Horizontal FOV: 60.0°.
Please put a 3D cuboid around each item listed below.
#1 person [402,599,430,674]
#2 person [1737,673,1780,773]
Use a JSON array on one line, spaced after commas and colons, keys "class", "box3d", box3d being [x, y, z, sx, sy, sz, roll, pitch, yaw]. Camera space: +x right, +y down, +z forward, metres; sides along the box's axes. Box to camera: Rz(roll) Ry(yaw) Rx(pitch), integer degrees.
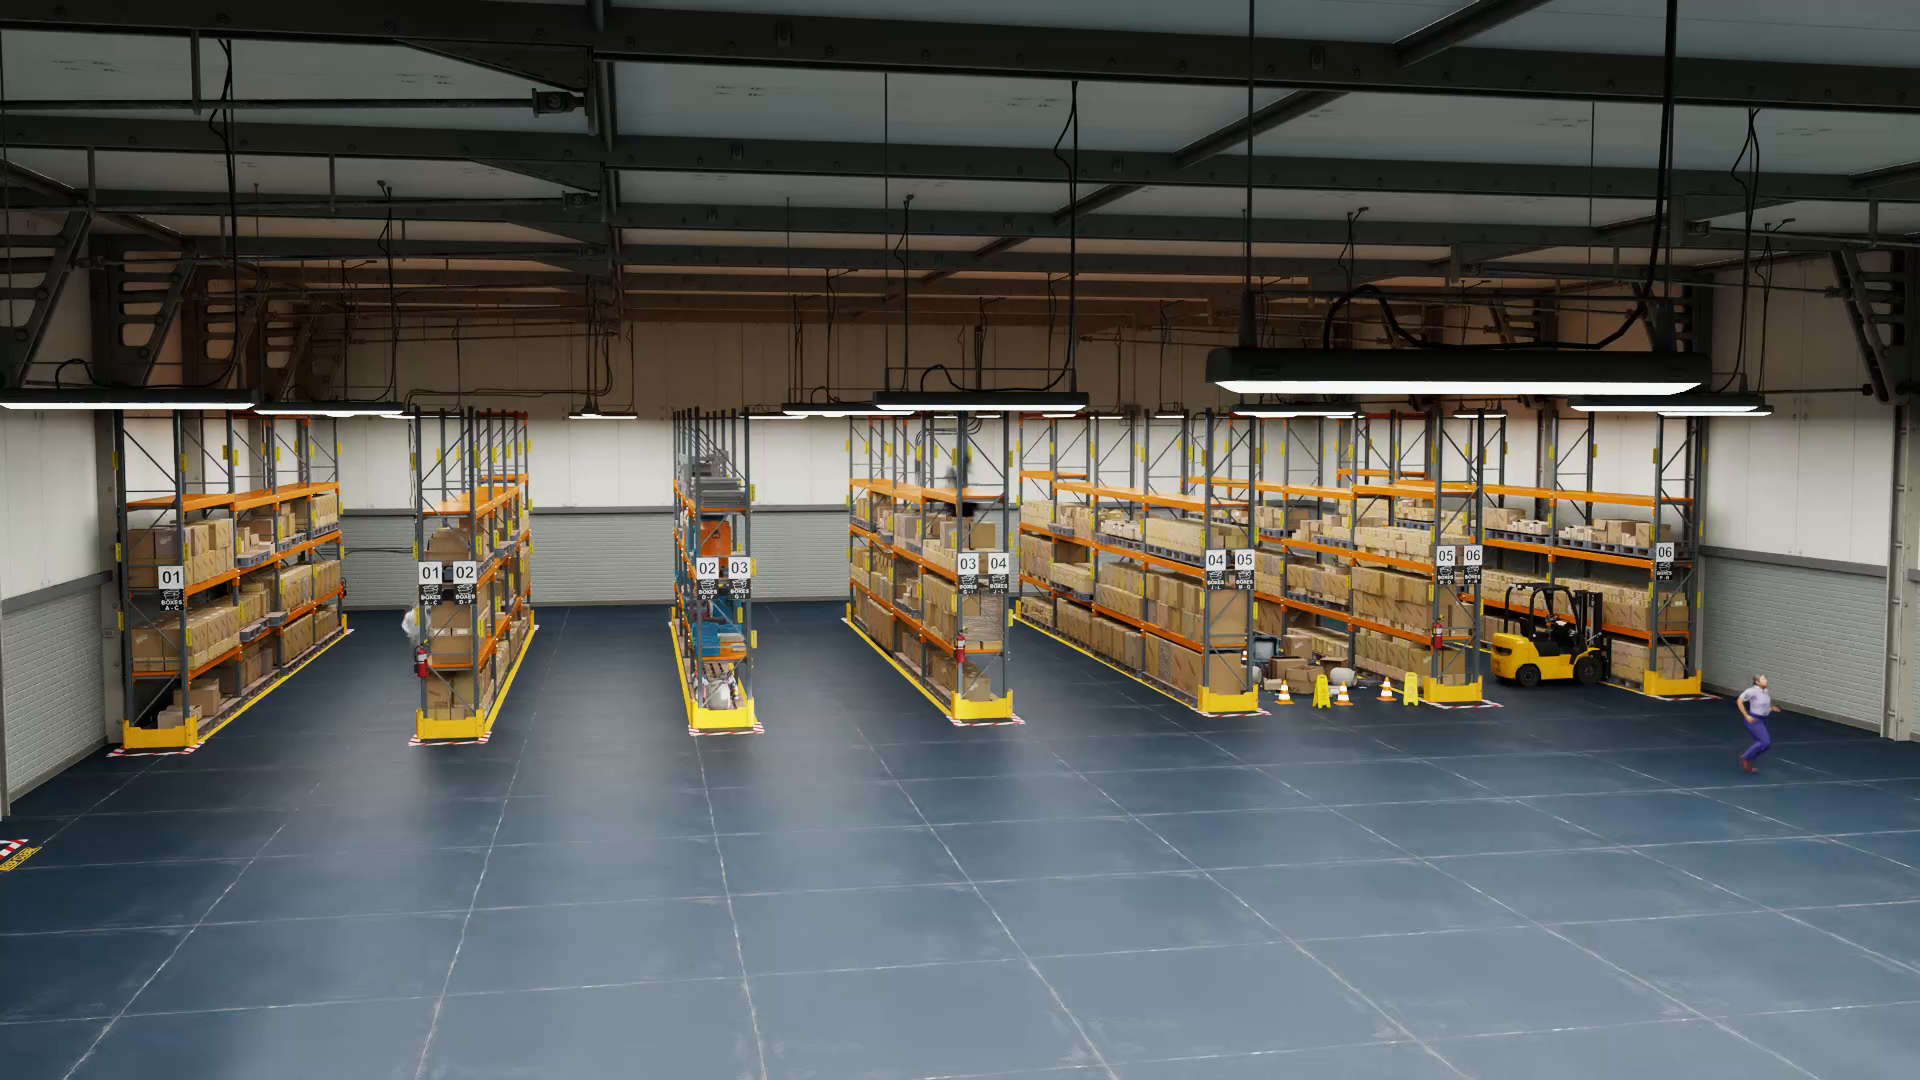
[{"class": "person", "box3d": [-12.438, 2.190, 38.036, 0.623, 1.688, 0.785, -1, 4, -16]}, {"class": "person", "box3d": [13.004, 2.985, 27.078, 0.610, 1.613, 0.586, -4, 5, -41]}]
